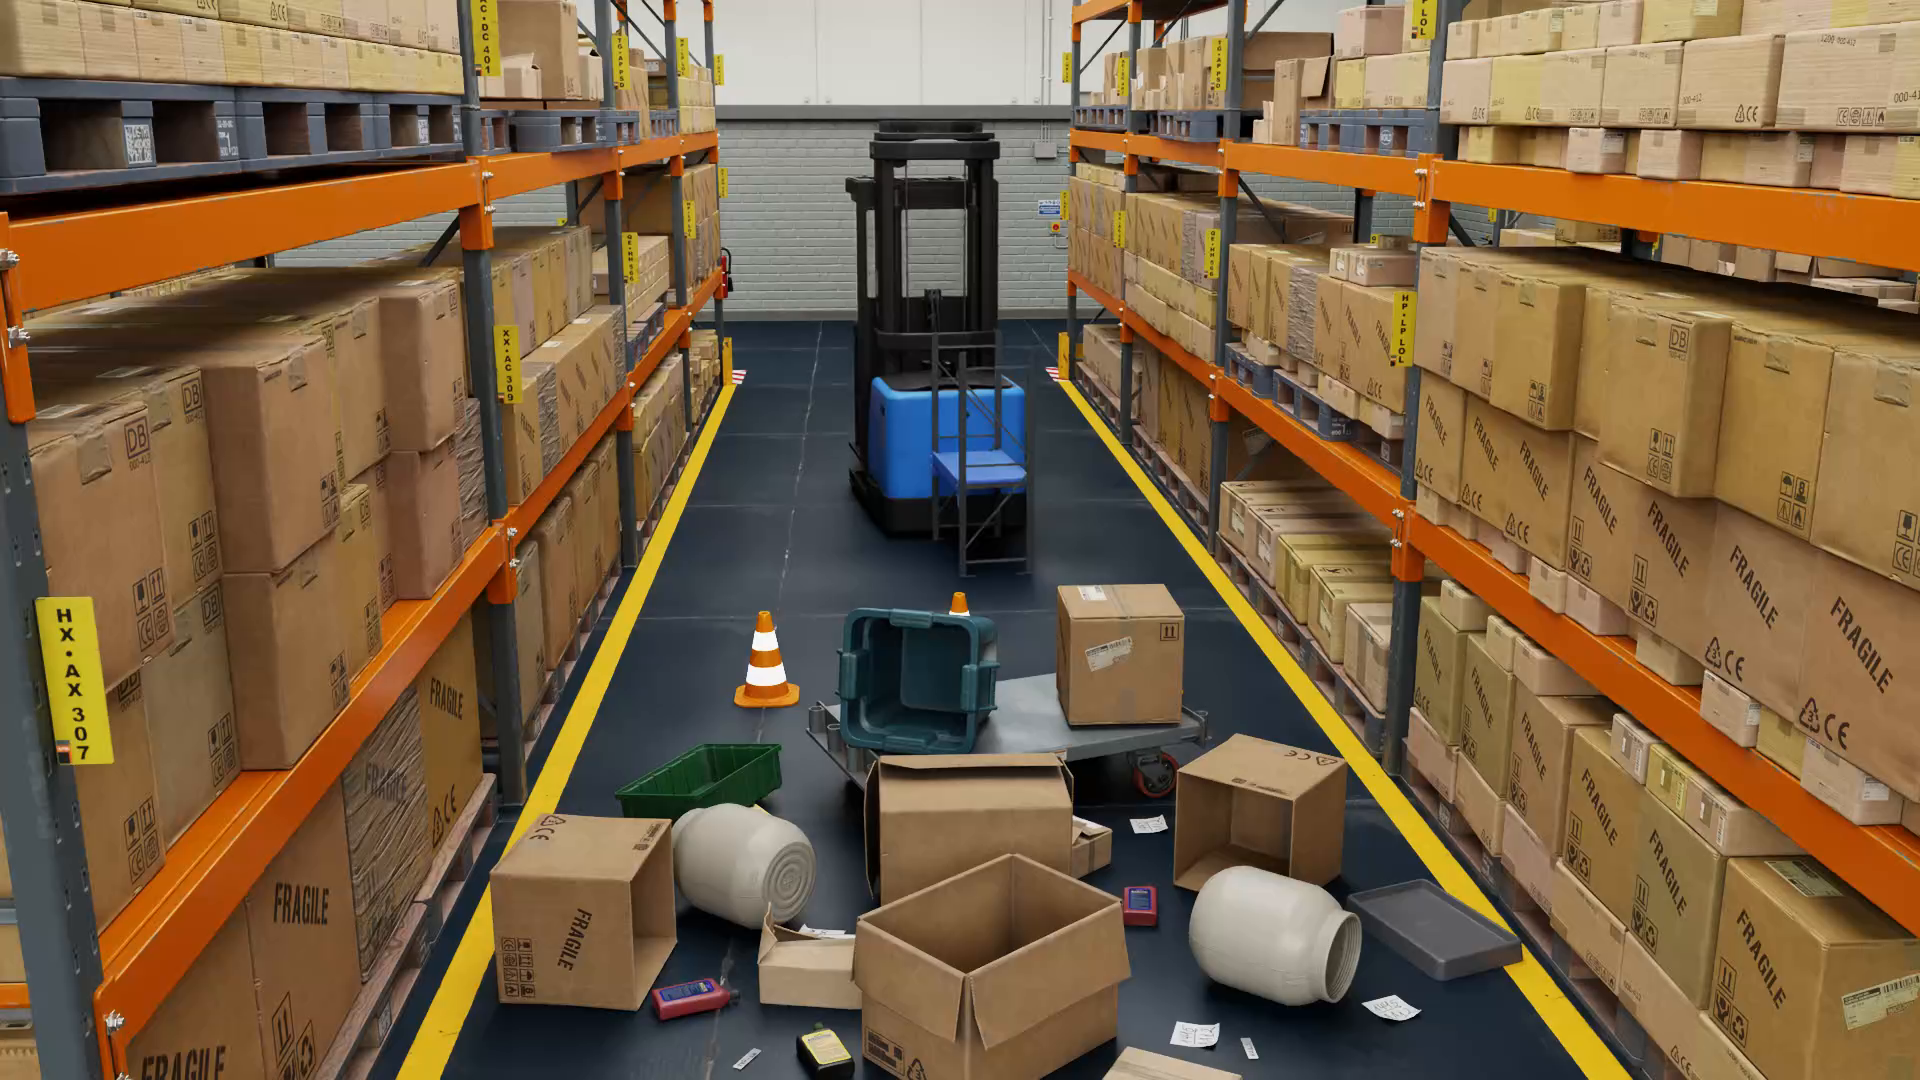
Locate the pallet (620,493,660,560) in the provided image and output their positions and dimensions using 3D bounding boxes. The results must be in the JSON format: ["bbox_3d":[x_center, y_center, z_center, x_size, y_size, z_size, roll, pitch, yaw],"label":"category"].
[{"bbox_3d":[-2.740,-0.106,12.014,1.003,0.211,1.213,-1,14,-3],"label":"pallet"}]

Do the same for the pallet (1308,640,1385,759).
[{"bbox_3d":[2.440,0.788,8.539,1.003,0.211,1.213,-1,14,-3],"label":"pallet"}]

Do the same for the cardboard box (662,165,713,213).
[{"bbox_3d":[-2.880,-3.692,17.552,0.500,0.500,0.500,-1,14,-5],"label":"cardboard box"}]

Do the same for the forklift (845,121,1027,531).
[{"bbox_3d":[-0.296,-1.802,13.148,1.130,2.935,3.031,-3,15,-11],"label":"forklift"}]

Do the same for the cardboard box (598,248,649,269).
[{"bbox_3d":[-2.641,-2.205,13.046,0.380,0.149,0.250,-2,15,-6],"label":"cardboard box"}]

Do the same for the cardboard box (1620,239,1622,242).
[{"bbox_3d":[7.082,-3.010,17.410,0.500,0.250,0.500,-1,14,-4],"label":"cardboard box"}]

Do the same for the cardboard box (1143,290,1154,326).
[{"bbox_3d":[1.807,-1.916,13.753,0.500,0.250,0.500,-1,14,-4],"label":"cardboard box"}]

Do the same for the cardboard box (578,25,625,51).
[{"bbox_3d":[-2.475,-3.367,11.335,0.396,0.266,0.258,-1,14,-3],"label":"cardboard box"}]

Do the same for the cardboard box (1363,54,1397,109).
[{"bbox_3d":[2.282,-2.221,8.077,0.500,0.250,0.500,-1,14,-3],"label":"cardboard box"}]

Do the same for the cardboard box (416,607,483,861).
[{"bbox_3d":[-2.476,0.716,6.645,0.875,0.875,0.875,-1,14,-3],"label":"cardboard box"}]

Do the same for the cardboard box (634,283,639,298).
[{"bbox_3d":[-2.591,-1.869,12.336,0.380,0.149,0.250,-1,14,-3],"label":"cardboard box"}]

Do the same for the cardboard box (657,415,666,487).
[{"bbox_3d":[-2.553,-0.687,12.851,0.500,0.500,0.500,-1,14,-5],"label":"cardboard box"}]

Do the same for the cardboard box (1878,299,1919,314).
[{"bbox_3d":[6.772,-1.680,12.198,0.380,0.149,0.250,-1,14,-2],"label":"cardboard box"}]

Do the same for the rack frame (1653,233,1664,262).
[{"bbox_3d":[6.948,-2.436,15.473,1.000,3.000,0.127,-1,14,-3],"label":"rack frame"}]

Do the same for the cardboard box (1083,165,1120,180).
[{"bbox_3d":[1.515,-3.912,17.700,0.380,0.149,0.250,-1,14,-5],"label":"cardboard box"}]

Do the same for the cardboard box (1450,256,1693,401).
[{"bbox_3d":[2.310,-0.805,6.332,0.700,0.500,0.500,-1,14,-3],"label":"cardboard box"}]

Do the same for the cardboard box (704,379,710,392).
[{"bbox_3d":[-2.797,-1.625,17.201,0.380,0.149,0.250,-1,14,-2],"label":"cardboard box"}]

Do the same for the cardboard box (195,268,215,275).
[{"bbox_3d":[-7.751,-2.773,16.487,0.500,0.250,0.500,-1,14,-3],"label":"cardboard box"}]

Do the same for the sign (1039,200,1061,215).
[{"bbox_3d":[1.321,-4.900,24.510,0.327,0.218,0.001,-1,14,-3],"label":"sign"}]

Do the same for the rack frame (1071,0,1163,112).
[{"bbox_3d":[1.746,-6.258,18.291,1.000,3.000,0.127,-1,14,-3],"label":"rack frame"}]

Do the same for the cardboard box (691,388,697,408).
[{"bbox_3d":[-2.644,-1.318,15.413,0.380,0.149,0.250,0,14,-1],"label":"cardboard box"}]

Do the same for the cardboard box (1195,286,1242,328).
[{"bbox_3d":[1.958,-1.649,11.715,0.500,0.250,0.500,-1,14,-4],"label":"cardboard box"}]

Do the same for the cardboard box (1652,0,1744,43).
[{"bbox_3d":[2.293,-1.551,4.920,0.380,0.149,0.250,-1,14,-2],"label":"cardboard box"}]

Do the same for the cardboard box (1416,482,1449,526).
[{"bbox_3d":[2.189,-0.164,7.147,0.380,0.149,0.250,-1,14,-4],"label":"cardboard box"}]

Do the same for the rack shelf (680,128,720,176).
[{"bbox_3d":[-3.064,-3.858,16.426,1.077,0.370,4.000,-1,14,-3],"label":"rack shelf"}]

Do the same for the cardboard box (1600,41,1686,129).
[{"bbox_3d":[2.336,-1.401,5.134,0.500,0.250,0.500,-1,14,-3],"label":"cardboard box"}]

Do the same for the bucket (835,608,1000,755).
[{"bbox_3d":[-0.135,0.580,7.270,0.726,0.611,0.620,4,5,16],"label":"bucket"}]

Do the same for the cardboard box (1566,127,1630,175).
[{"bbox_3d":[2.256,-1.296,5.529,0.380,0.149,0.250,-1,14,-5],"label":"cardboard box"}]

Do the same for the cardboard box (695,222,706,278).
[{"bbox_3d":[-2.753,-2.825,16.188,0.500,0.500,0.500,-1,14,-5],"label":"cardboard box"}]

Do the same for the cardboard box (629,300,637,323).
[{"bbox_3d":[-2.571,-1.659,12.115,0.380,0.149,0.250,0,14,-1],"label":"cardboard box"}]

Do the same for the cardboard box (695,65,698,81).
[{"bbox_3d":[-2.827,-4.670,16.633,0.380,0.149,0.250,-1,14,-2],"label":"cardboard box"}]

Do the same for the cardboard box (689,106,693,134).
[{"bbox_3d":[-2.746,-3.880,15.369,0.500,0.250,0.500,-1,14,-4],"label":"cardboard box"}]

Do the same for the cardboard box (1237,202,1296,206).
[{"bbox_3d":[2.370,-2.400,13.128,0.500,0.500,0.500,-1,14,-3],"label":"cardboard box"}]

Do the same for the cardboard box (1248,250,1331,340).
[{"bbox_3d":[2.078,-1.514,10.251,0.500,0.500,0.500,0,14,-1],"label":"cardboard box"}]

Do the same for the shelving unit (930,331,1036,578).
[{"bbox_3d":[0.145,-0.612,11.396,0.538,1.500,1.048,-3,15,-11],"label":"shelving unit"}]

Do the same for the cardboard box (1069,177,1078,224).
[{"bbox_3d":[1.491,-3.762,18.420,0.500,0.500,0.500,-1,14,-5],"label":"cardboard box"}]

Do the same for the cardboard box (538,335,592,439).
[{"bbox_3d":[-2.300,-0.827,9.018,0.500,0.500,0.500,-1,14,-3],"label":"cardboard box"}]

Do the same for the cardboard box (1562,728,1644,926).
[{"bbox_3d":[2.367,0.941,5.521,0.500,0.500,0.500,-1,14,-5],"label":"cardboard box"}]

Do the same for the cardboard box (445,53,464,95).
[{"bbox_3d":[-2.103,-1.764,6.304,0.380,0.149,0.250,-1,14,-4],"label":"cardboard box"}]

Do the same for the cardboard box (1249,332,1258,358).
[{"bbox_3d":[2.031,-1.222,10.417,0.380,0.149,0.250,-2,15,-7],"label":"cardboard box"}]

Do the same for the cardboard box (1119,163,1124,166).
[{"bbox_3d":[1.968,-4.114,18.485,0.380,0.149,0.250,-1,14,-3],"label":"cardboard box"}]

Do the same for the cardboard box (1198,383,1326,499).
[{"bbox_3d":[2.282,-0.711,12.190,0.875,0.875,0.875,-1,14,-4],"label":"cardboard box"}]

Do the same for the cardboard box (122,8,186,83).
[{"bbox_3d":[-1.930,-1.071,3.610,0.380,0.149,0.250,-1,14,-3],"label":"cardboard box"}]

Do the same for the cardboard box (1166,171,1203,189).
[{"bbox_3d":[2.143,-3.414,15.766,0.380,0.149,0.250,-1,14,-4],"label":"cardboard box"}]

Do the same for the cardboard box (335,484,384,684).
[{"bbox_3d":[-2.305,0.155,5.104,0.875,0.550,0.500,-1,14,-3],"label":"cardboard box"}]

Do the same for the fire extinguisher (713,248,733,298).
[{"bbox_3d":[-2.743,-3.103,18.971,0.296,0.674,0.183,-1,14,-3],"label":"fire extinguisher"}]

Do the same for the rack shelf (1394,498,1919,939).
[{"bbox_3d":[2.613,0.477,5.595,1.077,0.370,4.000,-1,14,-3],"label":"rack shelf"}]

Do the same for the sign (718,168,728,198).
[{"bbox_3d":[-2.633,-3.969,18.474,0.100,0.325,0.005,-1,14,-3],"label":"sign"}]

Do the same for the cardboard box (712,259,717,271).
[{"bbox_3d":[-2.886,-3.053,18.377,0.380,0.149,0.250,-1,14,-3],"label":"cardboard box"}]

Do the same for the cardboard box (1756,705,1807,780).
[{"bbox_3d":[2.380,0.533,4.440,0.380,0.149,0.250,-1,14,-4],"label":"cardboard box"}]

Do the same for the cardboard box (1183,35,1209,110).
[{"bbox_3d":[1.991,-3.311,11.812,0.700,0.500,0.500,-2,15,-6],"label":"cardboard box"}]

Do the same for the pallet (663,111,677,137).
[{"bbox_3d":[-3.009,-3.463,13.824,1.213,0.211,1.003,-1,14,-3],"label":"pallet"}]

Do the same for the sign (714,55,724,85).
[{"bbox_3d":[-2.633,-5.136,18.173,0.100,0.325,0.005,-1,14,-3],"label":"sign"}]

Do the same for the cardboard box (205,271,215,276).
[{"bbox_3d":[-7.700,-2.615,16.673,0.380,0.149,0.250,-1,14,-2],"label":"cardboard box"}]

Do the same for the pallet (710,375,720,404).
[{"bbox_3d":[-3.169,-1.679,18.130,1.003,0.211,1.213,-1,14,-3],"label":"pallet"}]
